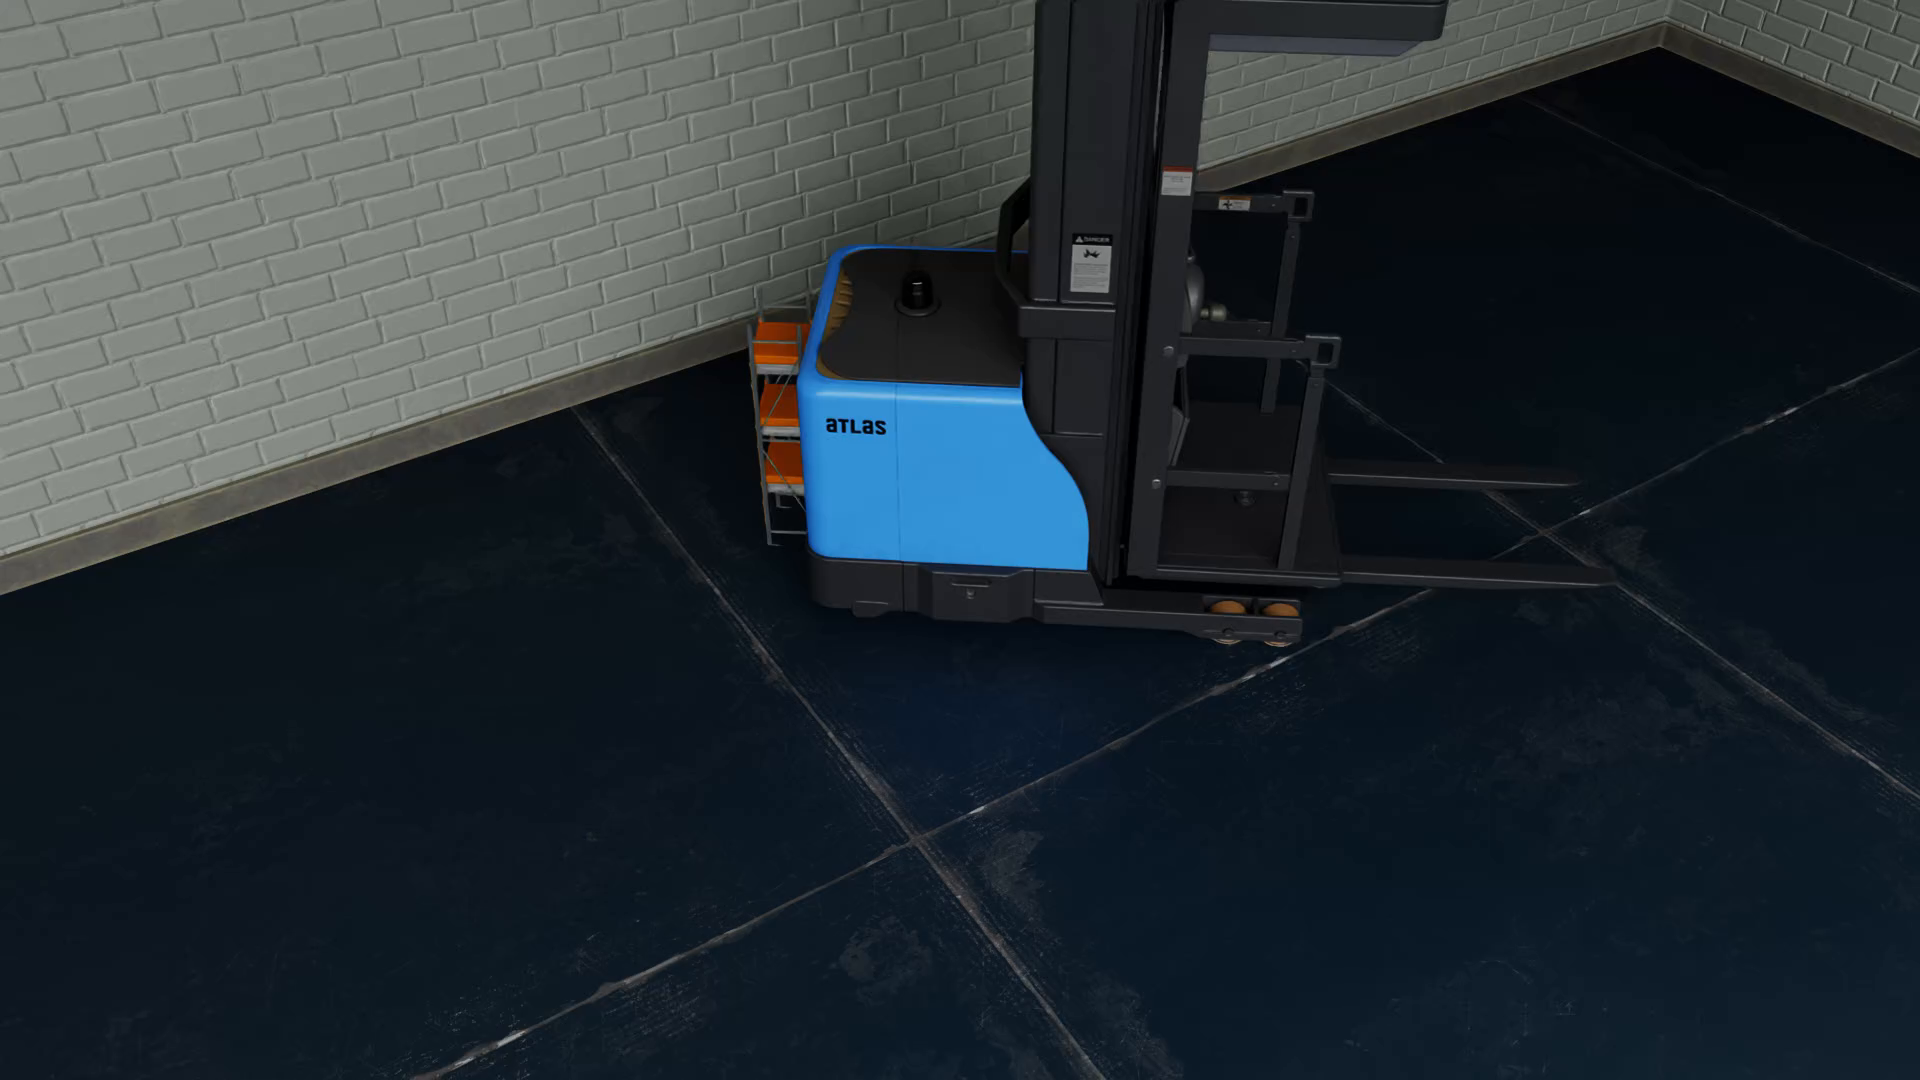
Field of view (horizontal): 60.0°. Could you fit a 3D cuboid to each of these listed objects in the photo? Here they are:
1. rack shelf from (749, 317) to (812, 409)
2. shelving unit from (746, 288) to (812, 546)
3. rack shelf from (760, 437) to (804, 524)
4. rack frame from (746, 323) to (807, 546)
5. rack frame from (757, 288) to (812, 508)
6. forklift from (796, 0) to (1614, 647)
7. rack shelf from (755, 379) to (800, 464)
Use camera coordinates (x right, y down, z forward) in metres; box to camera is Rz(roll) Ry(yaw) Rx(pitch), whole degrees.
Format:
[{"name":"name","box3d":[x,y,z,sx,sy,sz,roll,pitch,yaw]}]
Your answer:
[{"name":"rack shelf","box3d":[-0.670,-0.667,6.304,0.215,0.259,0.240,2,40,3]},{"name":"shelving unit","box3d":[-0.670,-0.457,6.479,0.215,1.050,0.252,2,40,3]},{"name":"rack shelf","box3d":[-0.670,-0.236,6.663,0.215,0.259,0.240,2,40,3]},{"name":"rack frame","box3d":[-0.677,-0.379,6.385,0.200,1.050,0.008,2,40,3]},{"name":"rack frame","box3d":[-0.662,-0.535,6.572,0.200,1.050,0.008,2,40,3]},{"name":"forklift","box3d":[0.958,-1.080,5.756,3.031,2.935,1.130,3,40,3]},{"name":"rack shelf","box3d":[-0.670,-0.449,6.485,0.215,0.259,0.240,2,40,3]}]
